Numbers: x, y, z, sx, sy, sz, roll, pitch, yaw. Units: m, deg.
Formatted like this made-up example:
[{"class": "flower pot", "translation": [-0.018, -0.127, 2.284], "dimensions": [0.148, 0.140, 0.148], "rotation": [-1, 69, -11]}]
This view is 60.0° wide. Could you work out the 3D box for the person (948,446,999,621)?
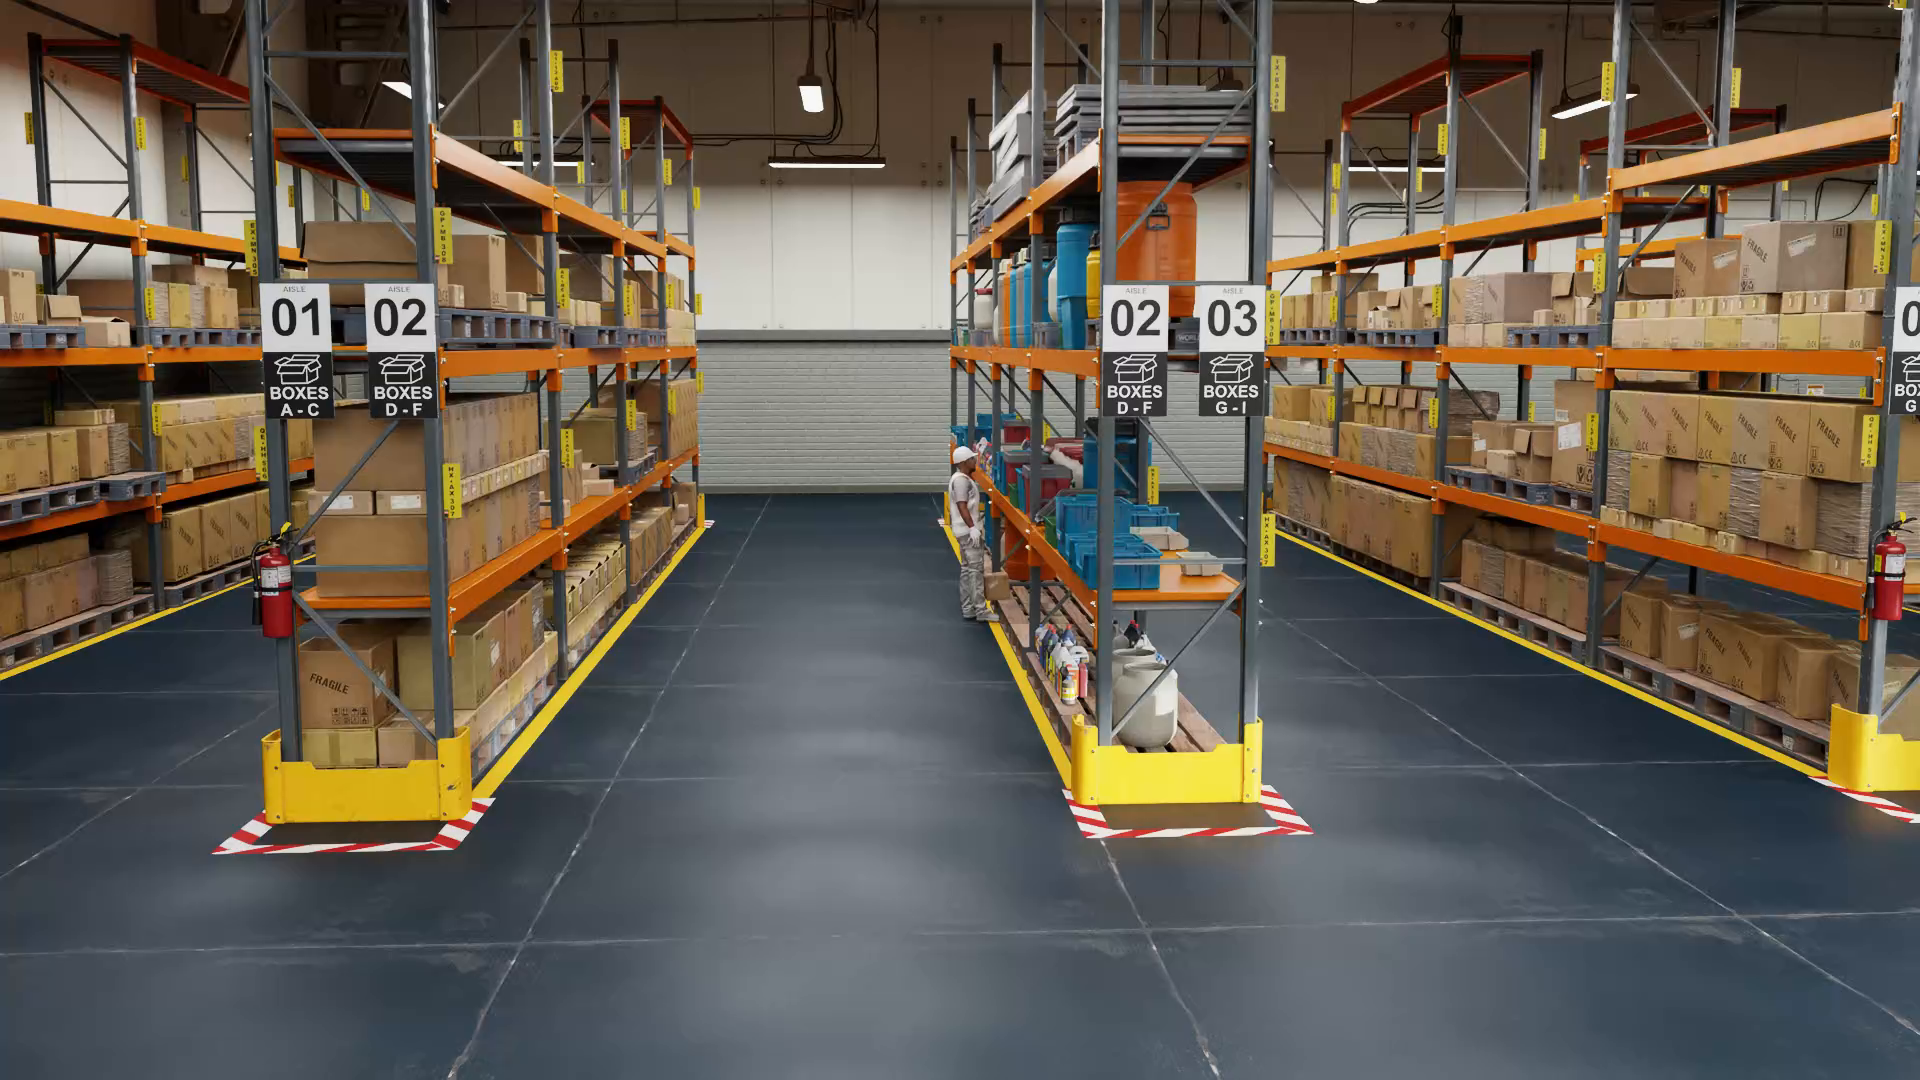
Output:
[{"class": "person", "translation": [0.167, -0.073, 17.218], "dimensions": [0.575, 1.779, 0.656], "rotation": [0, 7, -4]}]
